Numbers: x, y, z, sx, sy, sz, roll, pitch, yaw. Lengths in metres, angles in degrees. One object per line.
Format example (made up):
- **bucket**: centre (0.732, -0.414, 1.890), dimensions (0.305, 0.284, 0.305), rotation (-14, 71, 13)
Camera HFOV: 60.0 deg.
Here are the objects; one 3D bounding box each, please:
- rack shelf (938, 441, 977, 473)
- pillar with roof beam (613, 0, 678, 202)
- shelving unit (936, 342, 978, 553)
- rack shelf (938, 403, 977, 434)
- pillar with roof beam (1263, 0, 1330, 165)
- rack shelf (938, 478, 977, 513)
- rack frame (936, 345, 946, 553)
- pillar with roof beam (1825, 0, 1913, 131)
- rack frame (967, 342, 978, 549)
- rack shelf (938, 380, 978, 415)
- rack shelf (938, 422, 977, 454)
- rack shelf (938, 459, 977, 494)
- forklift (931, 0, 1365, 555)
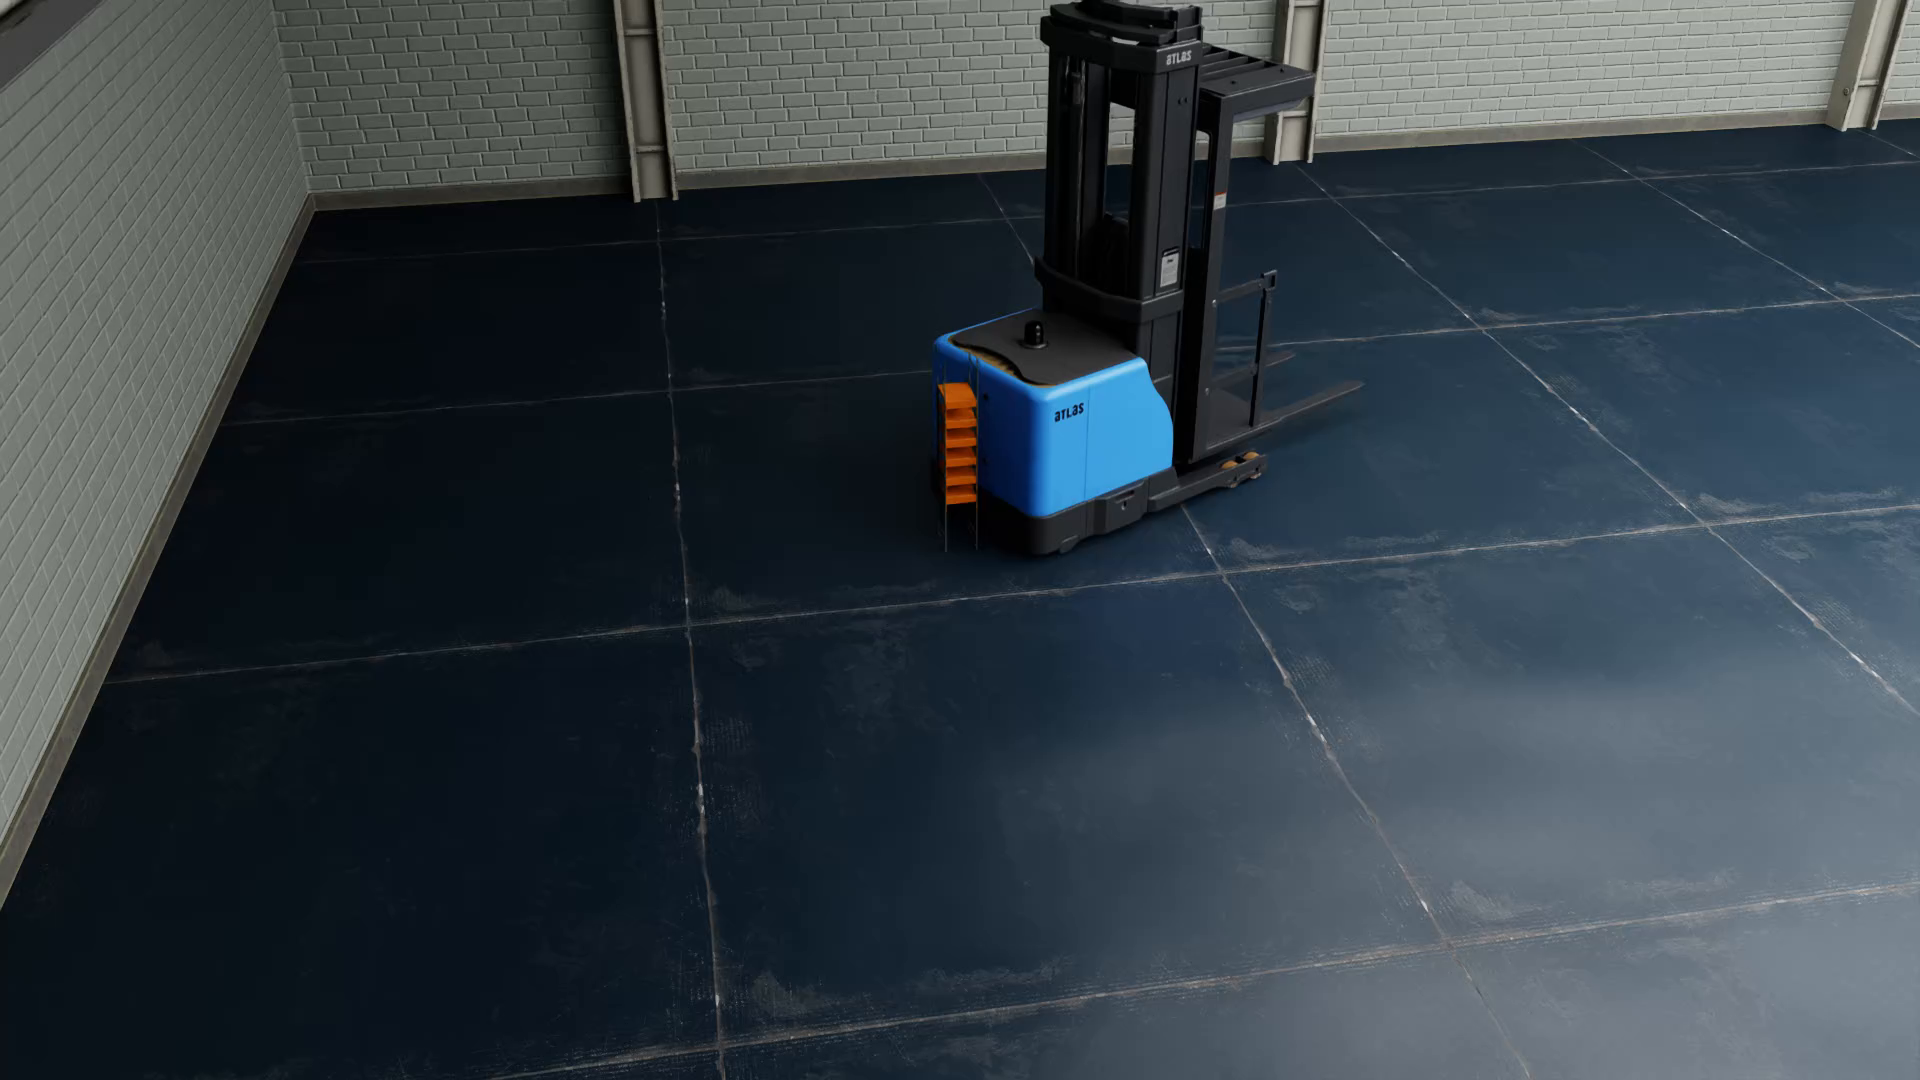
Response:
- **rack shelf**: centre (-0.017, -0.476, 9.463), dimensions (0.180, 0.103, 0.258), rotation (-6, 31, -11)
- **pillar with roof beam**: centre (-1.980, -4.852, 9.123), dimensions (0.400, 9.000, 9.100), rotation (-5, 31, -9)
- **shelving unit**: centre (-0.017, -0.515, 9.441), dimensions (0.189, 1.200, 0.258), rotation (-6, 31, -11)
- **rack shelf**: centre (-0.017, -0.684, 9.342), dimensions (0.180, 0.103, 0.258), rotation (-6, 31, -11)
- **pillar with roof beam**: centre (3.922, -5.399, 10.055), dimensions (0.400, 9.000, 9.100), rotation (-5, 31, -9)
- **rack shelf**: centre (-0.017, -0.269, 9.584), dimensions (0.180, 0.103, 0.258), rotation (-6, 31, -11)
- **rack frame**: centre (-0.107, -0.505, 9.424), dimensions (0.006, 1.200, 0.240), rotation (-6, 31, -11)
- **pillar with roof beam**: centre (9.824, -5.947, 10.986), dimensions (0.400, 9.000, 9.100), rotation (-5, 31, -9)
- **rack frame**: centre (0.072, -0.525, 9.458), dimensions (0.006, 1.200, 0.240), rotation (-6, 31, -11)
- **rack shelf**: centre (-0.017, -0.787, 9.282), dimensions (0.180, 0.103, 0.258), rotation (-6, 31, -11)
- **rack shelf**: centre (-0.017, -0.580, 9.403), dimensions (0.180, 0.103, 0.258), rotation (-6, 31, -11)
- **rack shelf**: centre (-0.017, -0.373, 9.524), dimensions (0.180, 0.103, 0.258), rotation (-6, 31, -11)
- **forklift**: centre (1.300, -1.776, 9.879), dimensions (3.031, 2.935, 1.130), rotation (-22, 37, -32)
